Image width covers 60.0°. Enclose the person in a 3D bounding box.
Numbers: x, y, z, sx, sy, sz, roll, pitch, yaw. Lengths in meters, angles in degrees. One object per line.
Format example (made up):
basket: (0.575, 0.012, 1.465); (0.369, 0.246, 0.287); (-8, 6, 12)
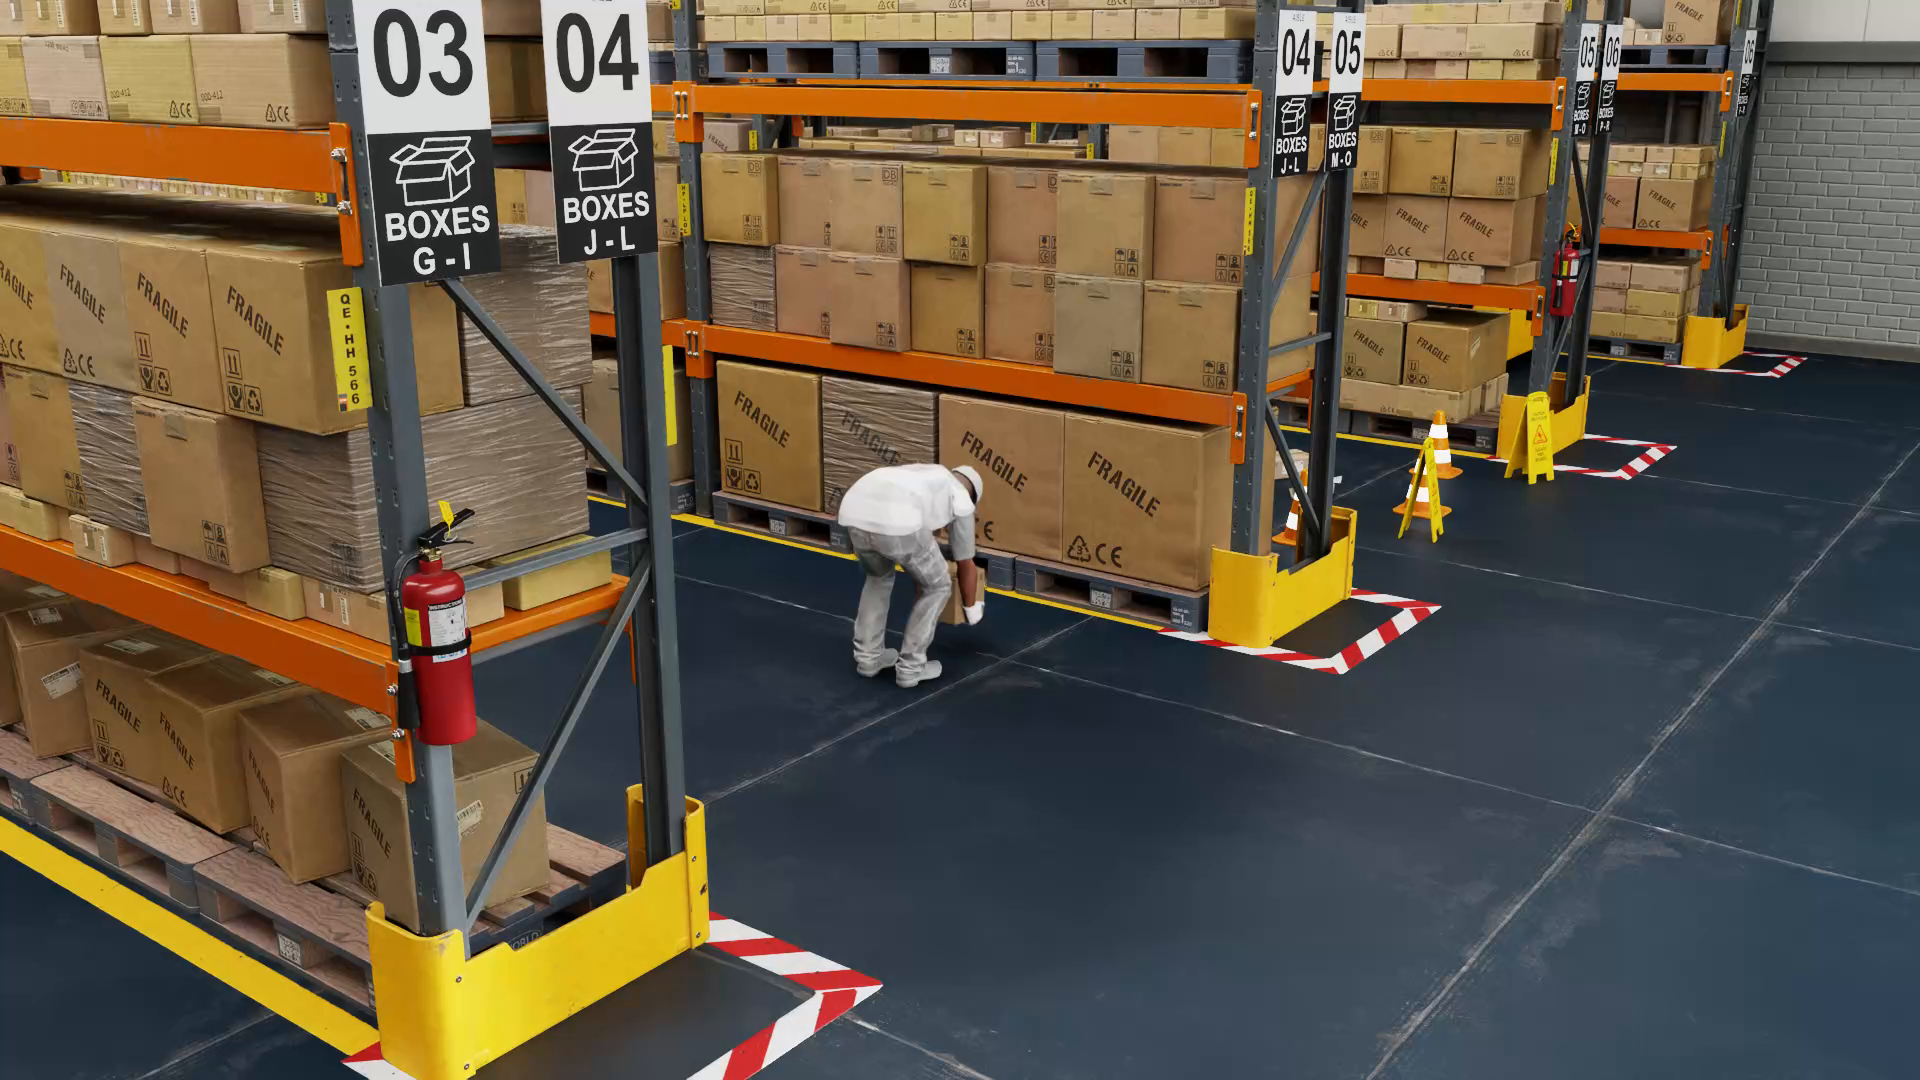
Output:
person: (-0.201, 0.115, 8.380); (0.511, 1.063, 0.991); (11, 20, 33)
